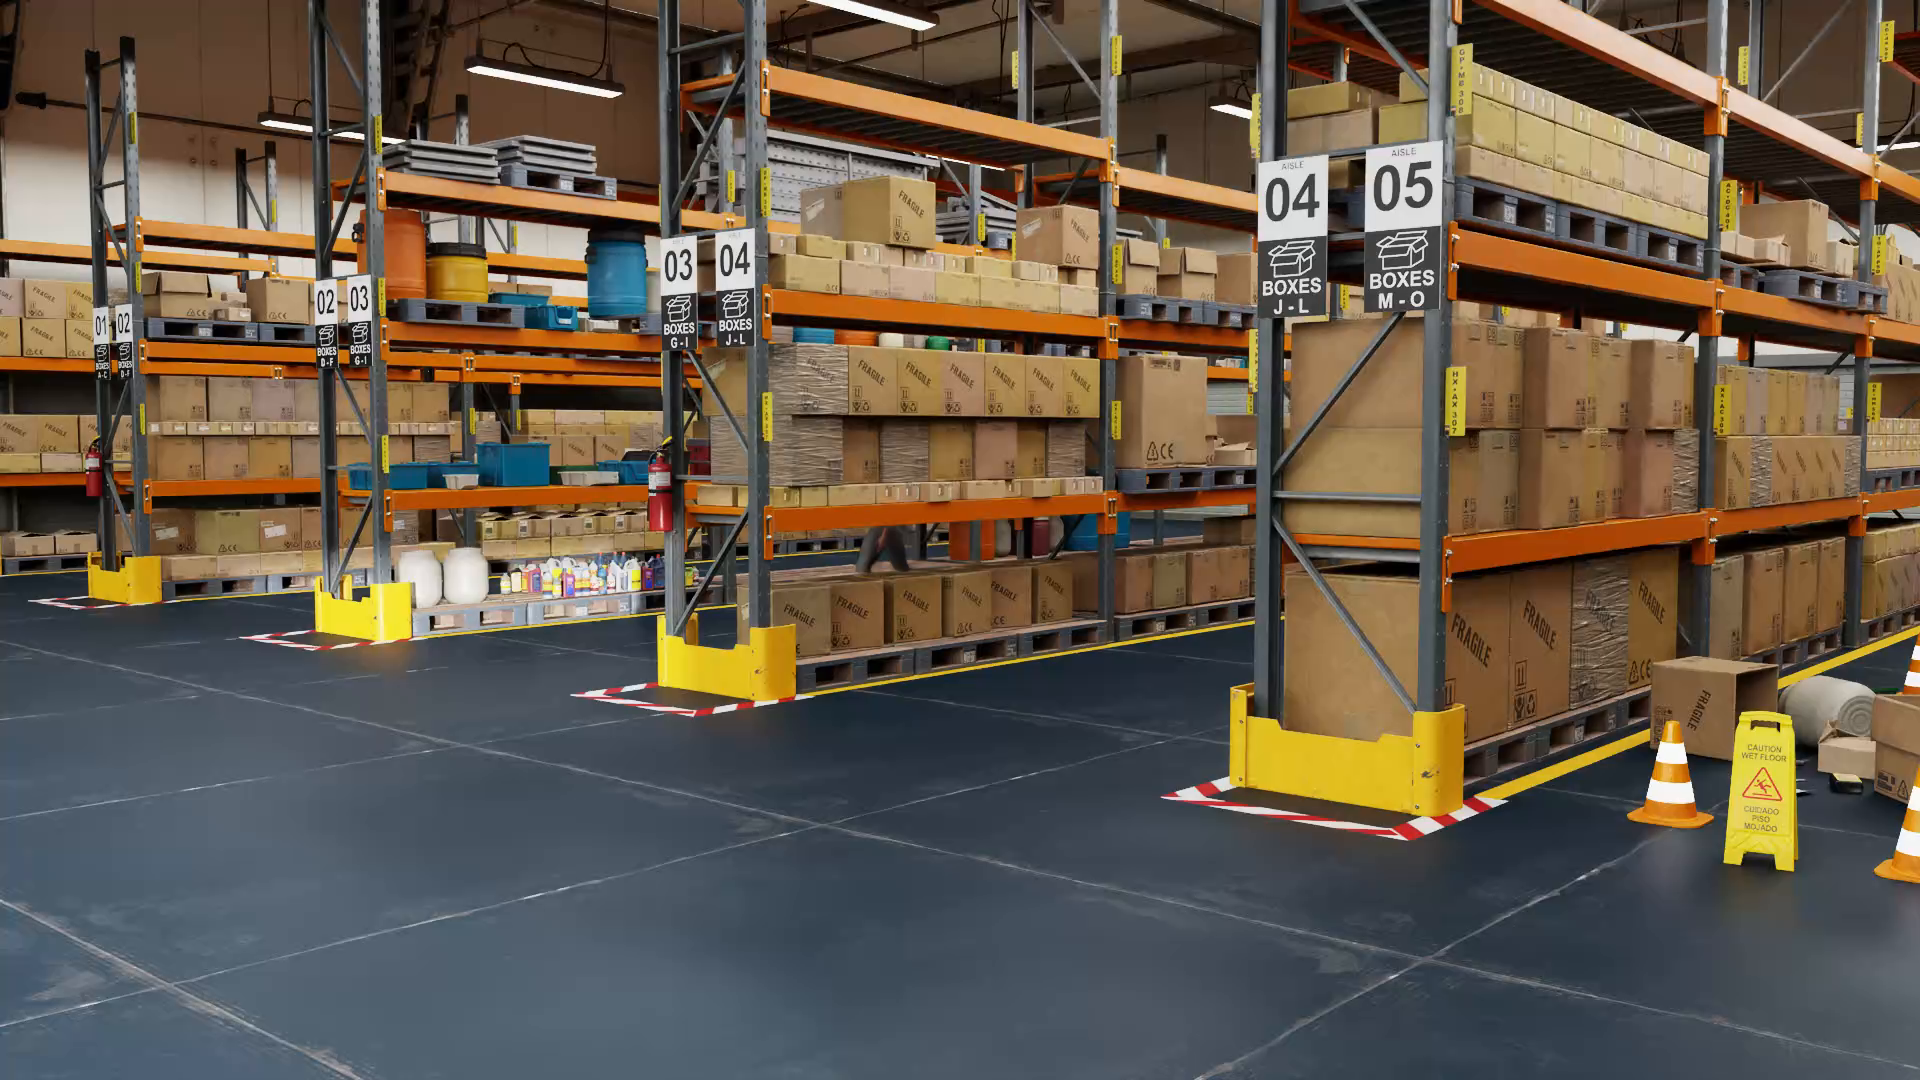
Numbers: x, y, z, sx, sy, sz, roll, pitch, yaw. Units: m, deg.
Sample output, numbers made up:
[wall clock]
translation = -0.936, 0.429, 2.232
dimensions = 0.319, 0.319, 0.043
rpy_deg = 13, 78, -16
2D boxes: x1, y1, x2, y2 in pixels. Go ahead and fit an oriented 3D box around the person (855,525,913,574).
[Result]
[person]
translation = -0.782, -0.064, 16.592
dimensions = 1.030, 1.587, 0.476
rpy_deg = -3, 5, -39
